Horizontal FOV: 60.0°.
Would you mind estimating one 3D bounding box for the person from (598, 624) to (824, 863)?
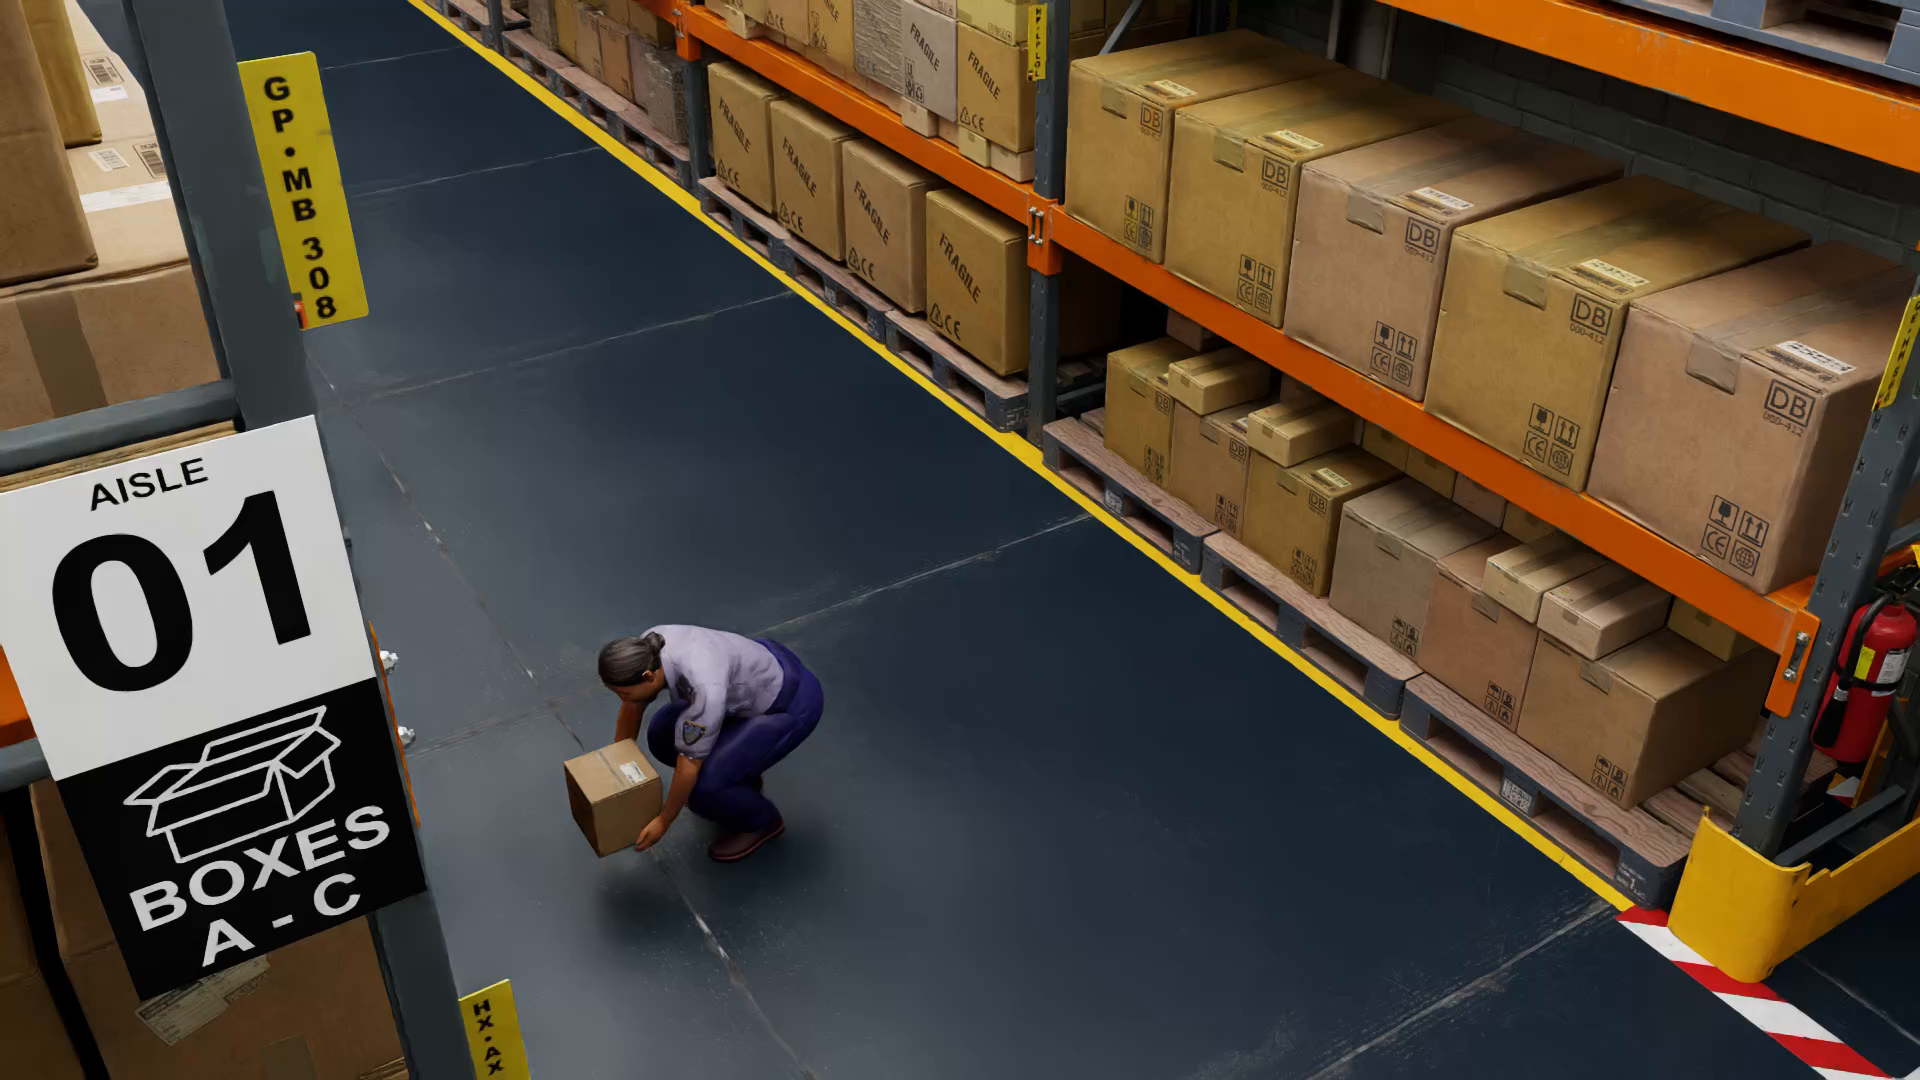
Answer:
[{"bbox_3d":[-0.863,0.639,5.769,0.810,0.995,0.529,-19,38,-27],"label":"person"}]
